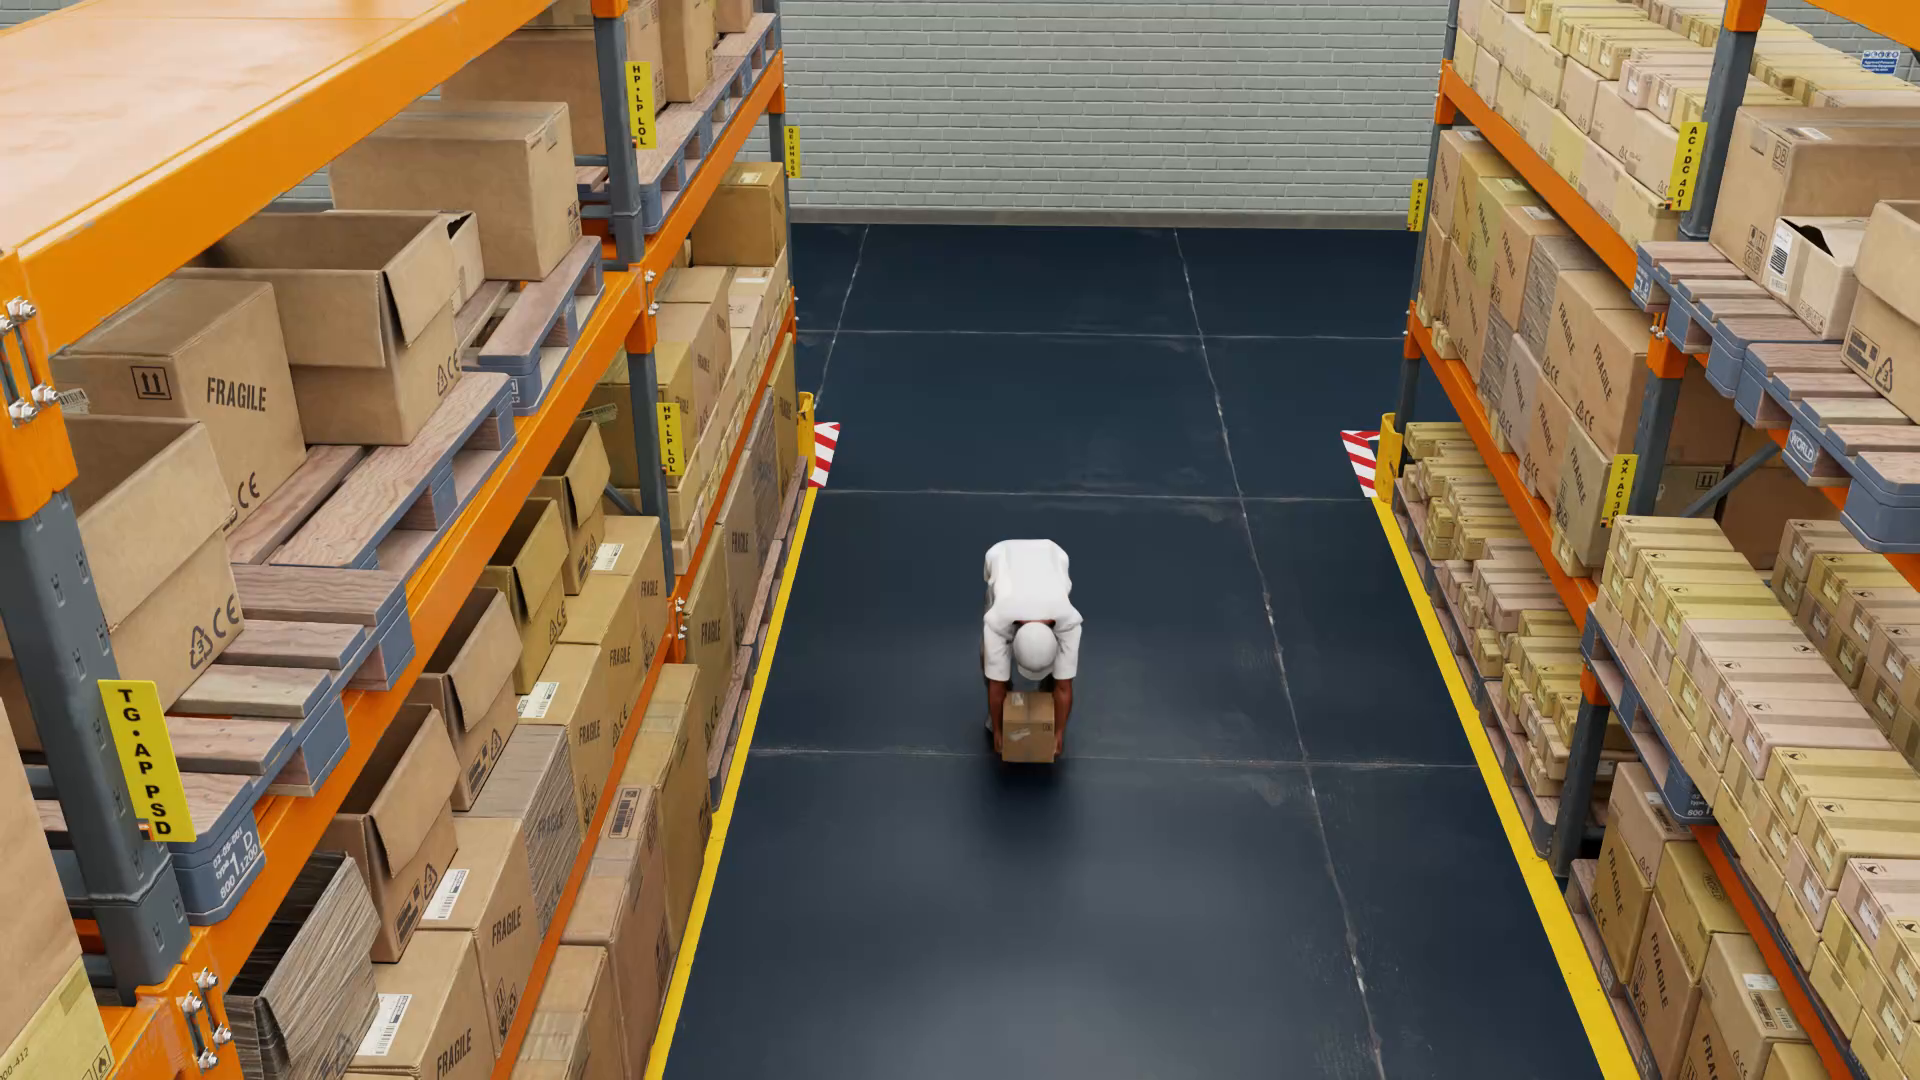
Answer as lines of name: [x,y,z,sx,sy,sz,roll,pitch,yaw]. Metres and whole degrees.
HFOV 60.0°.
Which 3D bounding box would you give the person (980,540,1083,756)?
person: [0.349,0.581,8.276,0.498,1.031,0.979,0,28,-1]
